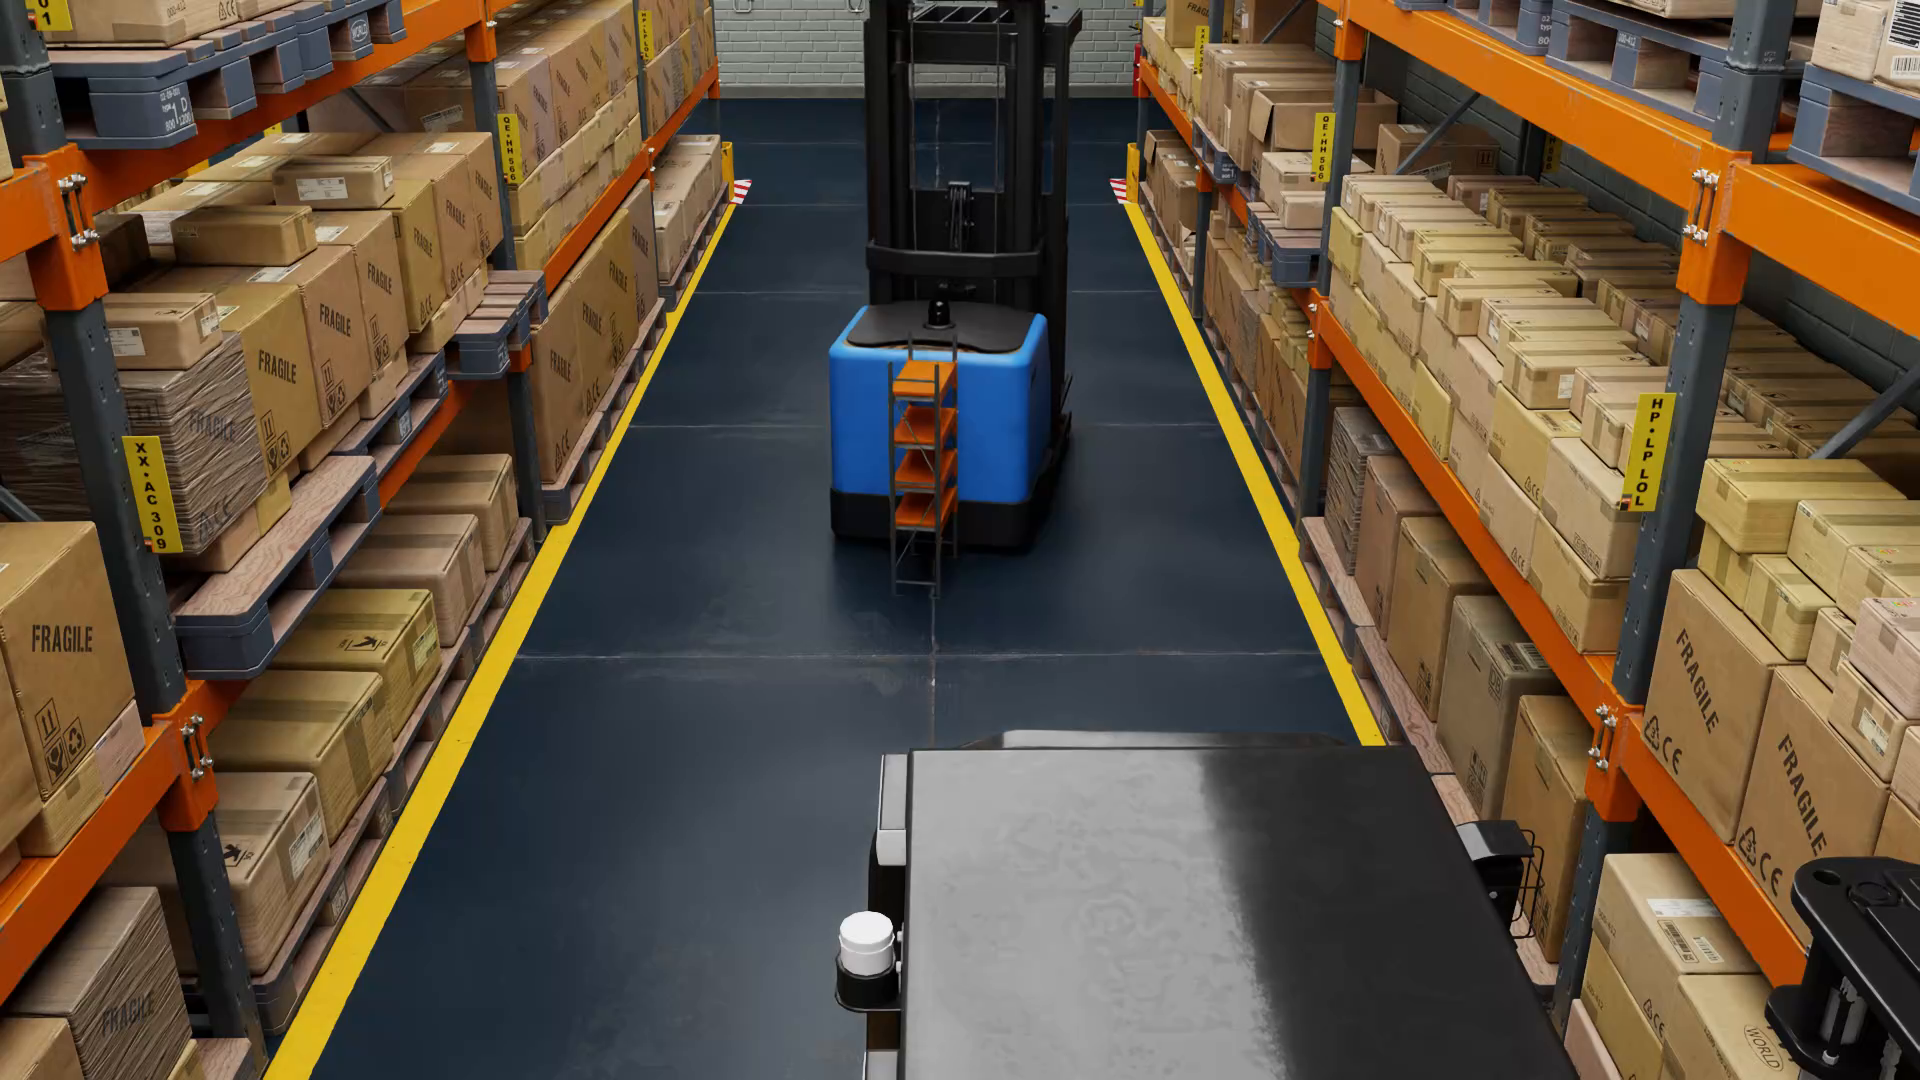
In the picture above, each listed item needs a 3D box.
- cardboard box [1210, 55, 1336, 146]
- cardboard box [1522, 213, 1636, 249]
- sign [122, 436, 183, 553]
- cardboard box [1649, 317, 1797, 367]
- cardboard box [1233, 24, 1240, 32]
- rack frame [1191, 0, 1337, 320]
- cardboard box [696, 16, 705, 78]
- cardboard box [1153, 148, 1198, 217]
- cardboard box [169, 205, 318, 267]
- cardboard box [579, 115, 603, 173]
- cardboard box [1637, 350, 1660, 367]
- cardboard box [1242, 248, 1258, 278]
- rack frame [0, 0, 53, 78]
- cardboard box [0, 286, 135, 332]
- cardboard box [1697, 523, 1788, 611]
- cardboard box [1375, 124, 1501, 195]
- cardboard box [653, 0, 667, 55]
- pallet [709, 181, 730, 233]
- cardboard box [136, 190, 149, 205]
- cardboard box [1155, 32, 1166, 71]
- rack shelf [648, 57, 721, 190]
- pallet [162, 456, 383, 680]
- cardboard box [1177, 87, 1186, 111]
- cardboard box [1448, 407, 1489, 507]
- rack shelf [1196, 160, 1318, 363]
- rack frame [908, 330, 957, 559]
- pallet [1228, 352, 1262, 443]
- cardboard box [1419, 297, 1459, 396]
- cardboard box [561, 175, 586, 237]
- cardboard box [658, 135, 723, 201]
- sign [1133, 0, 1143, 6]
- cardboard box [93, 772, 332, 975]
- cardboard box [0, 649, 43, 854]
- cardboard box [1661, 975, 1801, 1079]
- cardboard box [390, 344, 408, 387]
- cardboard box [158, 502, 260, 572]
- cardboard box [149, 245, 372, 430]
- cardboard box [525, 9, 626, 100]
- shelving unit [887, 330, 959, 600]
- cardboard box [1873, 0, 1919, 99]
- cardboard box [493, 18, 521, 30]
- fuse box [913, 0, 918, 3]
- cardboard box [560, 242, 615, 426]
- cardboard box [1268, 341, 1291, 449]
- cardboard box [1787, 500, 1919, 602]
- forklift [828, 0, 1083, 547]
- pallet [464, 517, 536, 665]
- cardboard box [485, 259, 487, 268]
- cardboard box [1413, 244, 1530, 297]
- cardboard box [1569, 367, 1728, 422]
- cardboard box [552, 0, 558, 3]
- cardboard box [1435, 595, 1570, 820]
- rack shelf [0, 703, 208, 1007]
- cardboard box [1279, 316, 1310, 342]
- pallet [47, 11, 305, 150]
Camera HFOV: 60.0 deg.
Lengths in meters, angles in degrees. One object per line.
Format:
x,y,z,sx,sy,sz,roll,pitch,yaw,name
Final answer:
2.022,-2.859,10.801,0.700,0.500,0.500,0,24,0,cardboard box
2.614,-1.281,7.034,0.380,0.149,0.250,-1,24,-2,cardboard box
-2.098,-0.116,4.316,0.100,0.325,0.005,0,24,-1,sign
2.580,-0.648,5.635,0.380,0.149,0.250,0,24,-1,cardboard box
2.466,-4.351,14.551,0.500,0.250,0.500,0,24,0,cardboard box
2.235,-3.036,11.823,1.000,3.000,0.127,0,24,-1,rack frame
-2.512,-4.302,14.500,0.500,0.500,0.500,-1,24,-2,cardboard box
2.074,-3.132,14.559,0.700,0.500,0.500,1,24,2,cardboard box
-2.407,-1.026,5.601,0.380,0.149,0.250,1,24,2,cardboard box
-2.433,-2.361,9.906,0.500,0.250,0.500,0,24,0,cardboard box
2.584,-0.528,5.853,0.500,0.250,0.500,-1,24,-2,cardboard box
2.050,-1.800,10.826,0.380,0.149,0.250,0,24,-1,cardboard box
-2.641,-2.449,3.246,1.000,3.000,0.127,0,24,-1,rack frame
-2.882,-0.482,5.184,0.500,0.500,0.500,0,24,0,cardboard box
2.063,0.052,4.087,0.380,0.149,0.250,-1,24,-1,cardboard box
2.429,-1.838,8.542,0.500,0.500,0.500,1,24,2,cardboard box
-2.491,-3.919,12.440,0.500,0.500,0.500,-1,24,-1,cardboard box
-2.685,-3.061,15.262,1.003,0.211,1.213,0,24,-1,pallet
-7.485,-3.058,14.822,0.380,0.149,0.250,0,24,-1,cardboard box
1.942,-4.147,14.100,0.500,0.250,0.500,-1,24,-2,cardboard box
-2.750,-3.509,13.741,1.077,0.370,4.000,0,24,-1,rack shelf
-2.504,0.056,5.219,1.003,0.211,1.213,0,24,-1,pallet
1.921,-3.480,13.108,0.380,0.149,0.250,-1,24,-1,cardboard box
2.069,-0.290,5.933,0.500,0.250,0.500,0,24,0,cardboard box
2.257,-1.884,10.149,1.077,0.370,4.000,0,24,-1,rack shelf
-0.134,-0.462,8.316,0.240,1.200,0.015,4,25,9,rack frame
2.298,-0.927,10.543,1.003,0.211,1.213,0,24,-1,pallet
2.062,-0.731,6.302,0.500,0.250,0.500,0,24,0,cardboard box
-2.462,-1.926,9.551,0.500,0.250,0.500,1,24,1,cardboard box
-2.665,-3.413,15.256,0.875,0.438,0.875,-1,24,-2,cardboard box
1.649,-5.076,15.284,0.100,0.325,0.005,0,24,-1,sign
-2.649,1.074,5.415,0.950,0.372,0.625,0,24,0,cardboard box
-2.375,0.497,3.529,0.500,0.500,0.500,1,24,1,cardboard box
2.009,1.278,3.899,0.500,0.250,0.500,0,24,0,cardboard box
-2.350,-0.669,6.384,0.380,0.149,0.250,-1,24,-2,cardboard box
-2.331,-0.022,4.954,0.380,0.149,0.250,0,24,0,cardboard box
-2.357,-0.693,5.650,0.500,0.500,0.500,0,24,-1,cardboard box
-2.459,-3.117,10.668,0.500,0.500,0.500,0,24,0,cardboard box
-0.174,-0.363,8.096,0.258,1.200,0.503,4,25,9,shelving unit
2.088,-0.959,3.067,0.500,0.311,0.500,0,24,1,cardboard box
-2.975,-2.915,10.220,0.500,0.500,0.500,-1,24,-2,cardboard box
-0.755,-6.346,20.706,0.539,1.711,0.414,0,24,-1,fuse box
-2.615,-1.240,9.920,0.875,0.875,0.875,0,24,0,cardboard box
2.064,-0.820,9.447,0.500,0.500,0.500,-1,24,-1,cardboard box
2.140,0.024,3.788,0.380,0.149,0.250,0,24,0,cardboard box
0.075,-1.878,9.346,1.130,2.935,3.031,4,25,9,forklift
-2.678,0.228,7.989,1.003,0.211,1.213,0,24,-1,pallet
-2.446,-1.307,7.795,0.380,0.149,0.250,1,24,1,cardboard box
2.012,-1.065,6.556,0.380,0.149,0.250,0,24,1,cardboard box
2.126,-0.428,5.148,0.380,0.149,0.250,0,24,-1,cardboard box
-3.010,-3.707,11.971,0.500,0.500,0.500,0,24,-1,cardboard box
2.305,0.616,6.120,0.875,0.625,0.625,0,24,-1,cardboard box
-2.619,1.436,2.808,1.077,0.370,4.000,0,24,-1,rack shelf
2.027,-1.159,9.410,0.380,0.149,0.250,-1,24,-2,cardboard box
-2.541,-1.252,4.466,1.213,0.211,1.003,0,24,-1,pallet
